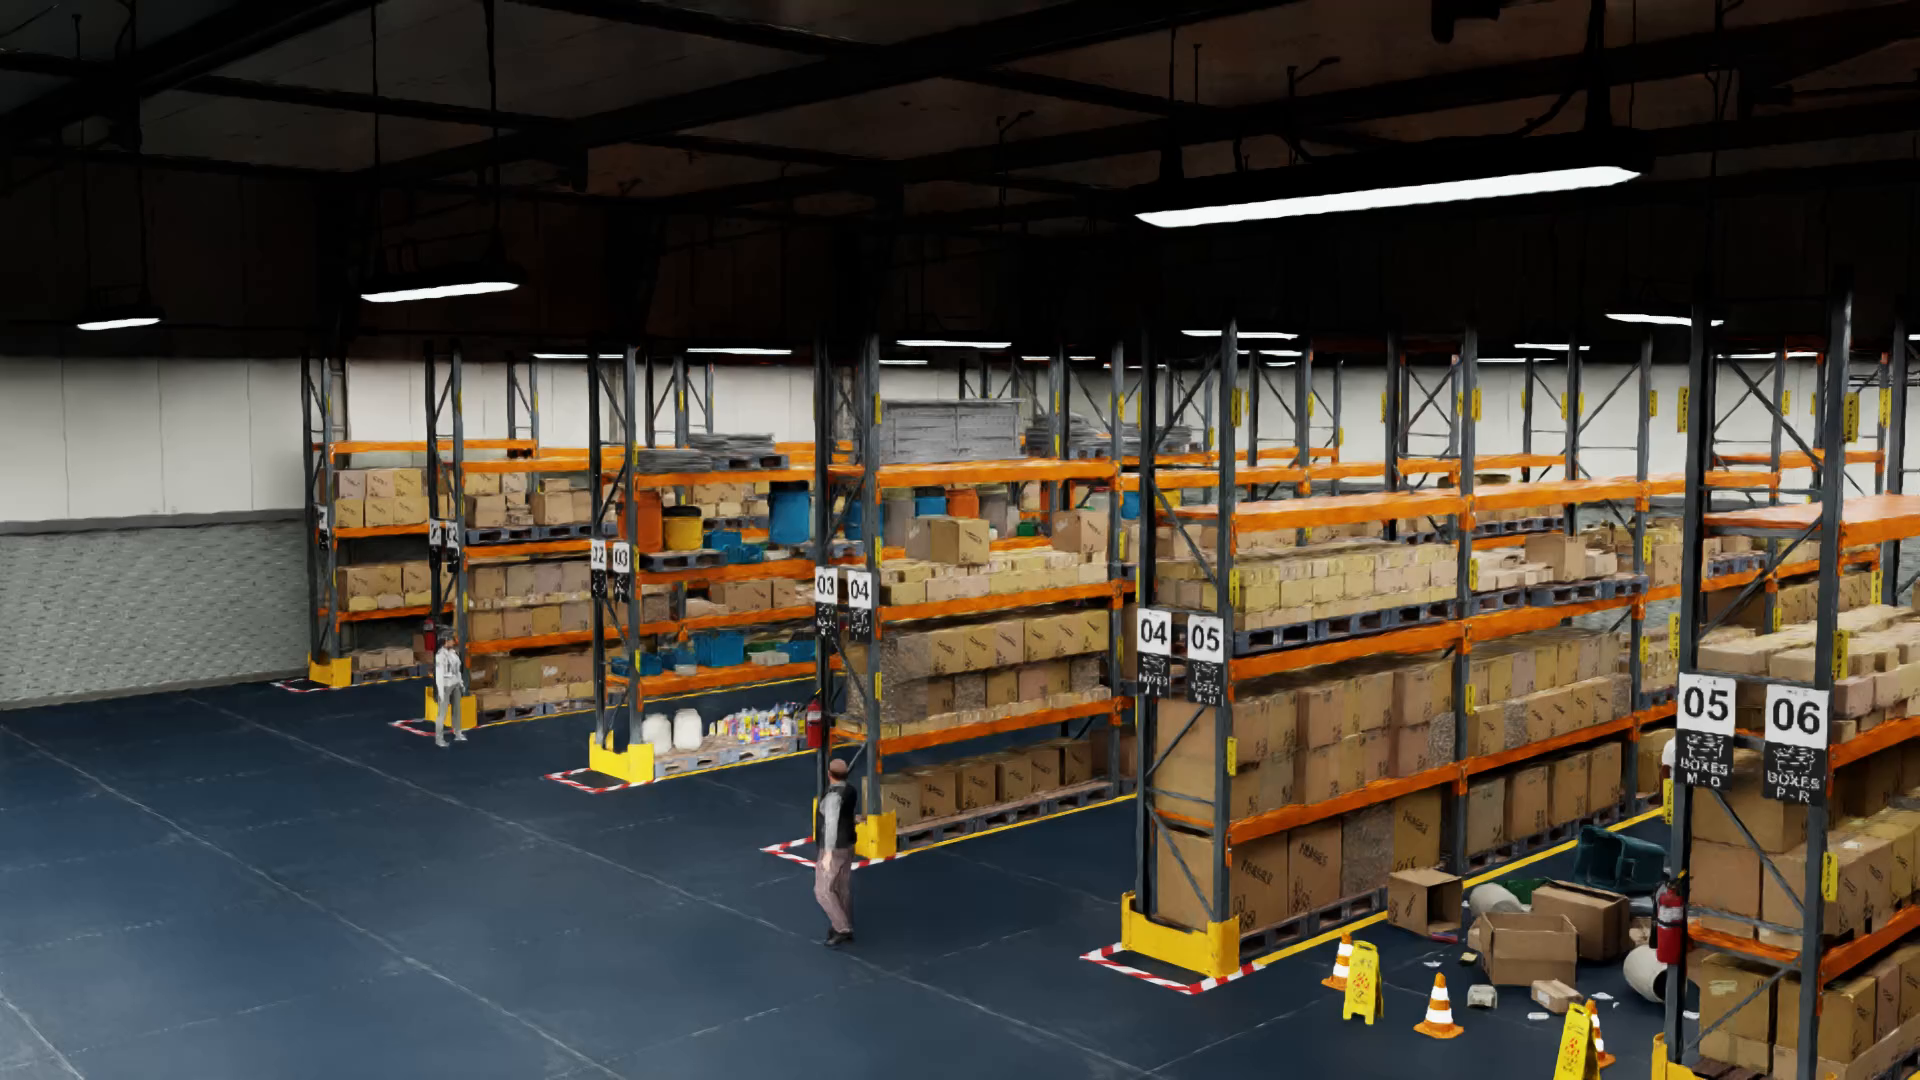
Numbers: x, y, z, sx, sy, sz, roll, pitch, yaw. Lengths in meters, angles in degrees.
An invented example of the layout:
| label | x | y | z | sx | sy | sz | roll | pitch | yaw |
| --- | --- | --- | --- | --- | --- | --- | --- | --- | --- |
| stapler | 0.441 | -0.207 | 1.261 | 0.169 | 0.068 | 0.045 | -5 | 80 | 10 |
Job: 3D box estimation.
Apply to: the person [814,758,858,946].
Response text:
| label | x | y | z | sx | sy | sz | roll | pitch | yaw |
| --- | --- | --- | --- | --- | --- | --- | --- | --- | --- |
| person | -1.158 | 2.925 | 15.675 | 0.403 | 1.707 | 0.635 | 2 | 5 | 21 |

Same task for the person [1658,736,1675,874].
| label | x | y | z | sx | sy | sz | roll | pitch | yaw |
| --- | --- | --- | --- | --- | --- | --- | --- | --- | --- |
| person | 7.841 | 2.691 | 17.955 | 0.673 | 1.763 | 0.580 | -1 | 5 | -12 |

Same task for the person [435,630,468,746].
| label | x | y | z | sx | sy | sz | roll | pitch | yaw |
| --- | --- | --- | --- | --- | --- | --- | --- | --- | --- |
| person | -7.492 | 2.167 | 24.461 | 0.416 | 1.676 | 0.537 | 2 | 5 | 17 |
